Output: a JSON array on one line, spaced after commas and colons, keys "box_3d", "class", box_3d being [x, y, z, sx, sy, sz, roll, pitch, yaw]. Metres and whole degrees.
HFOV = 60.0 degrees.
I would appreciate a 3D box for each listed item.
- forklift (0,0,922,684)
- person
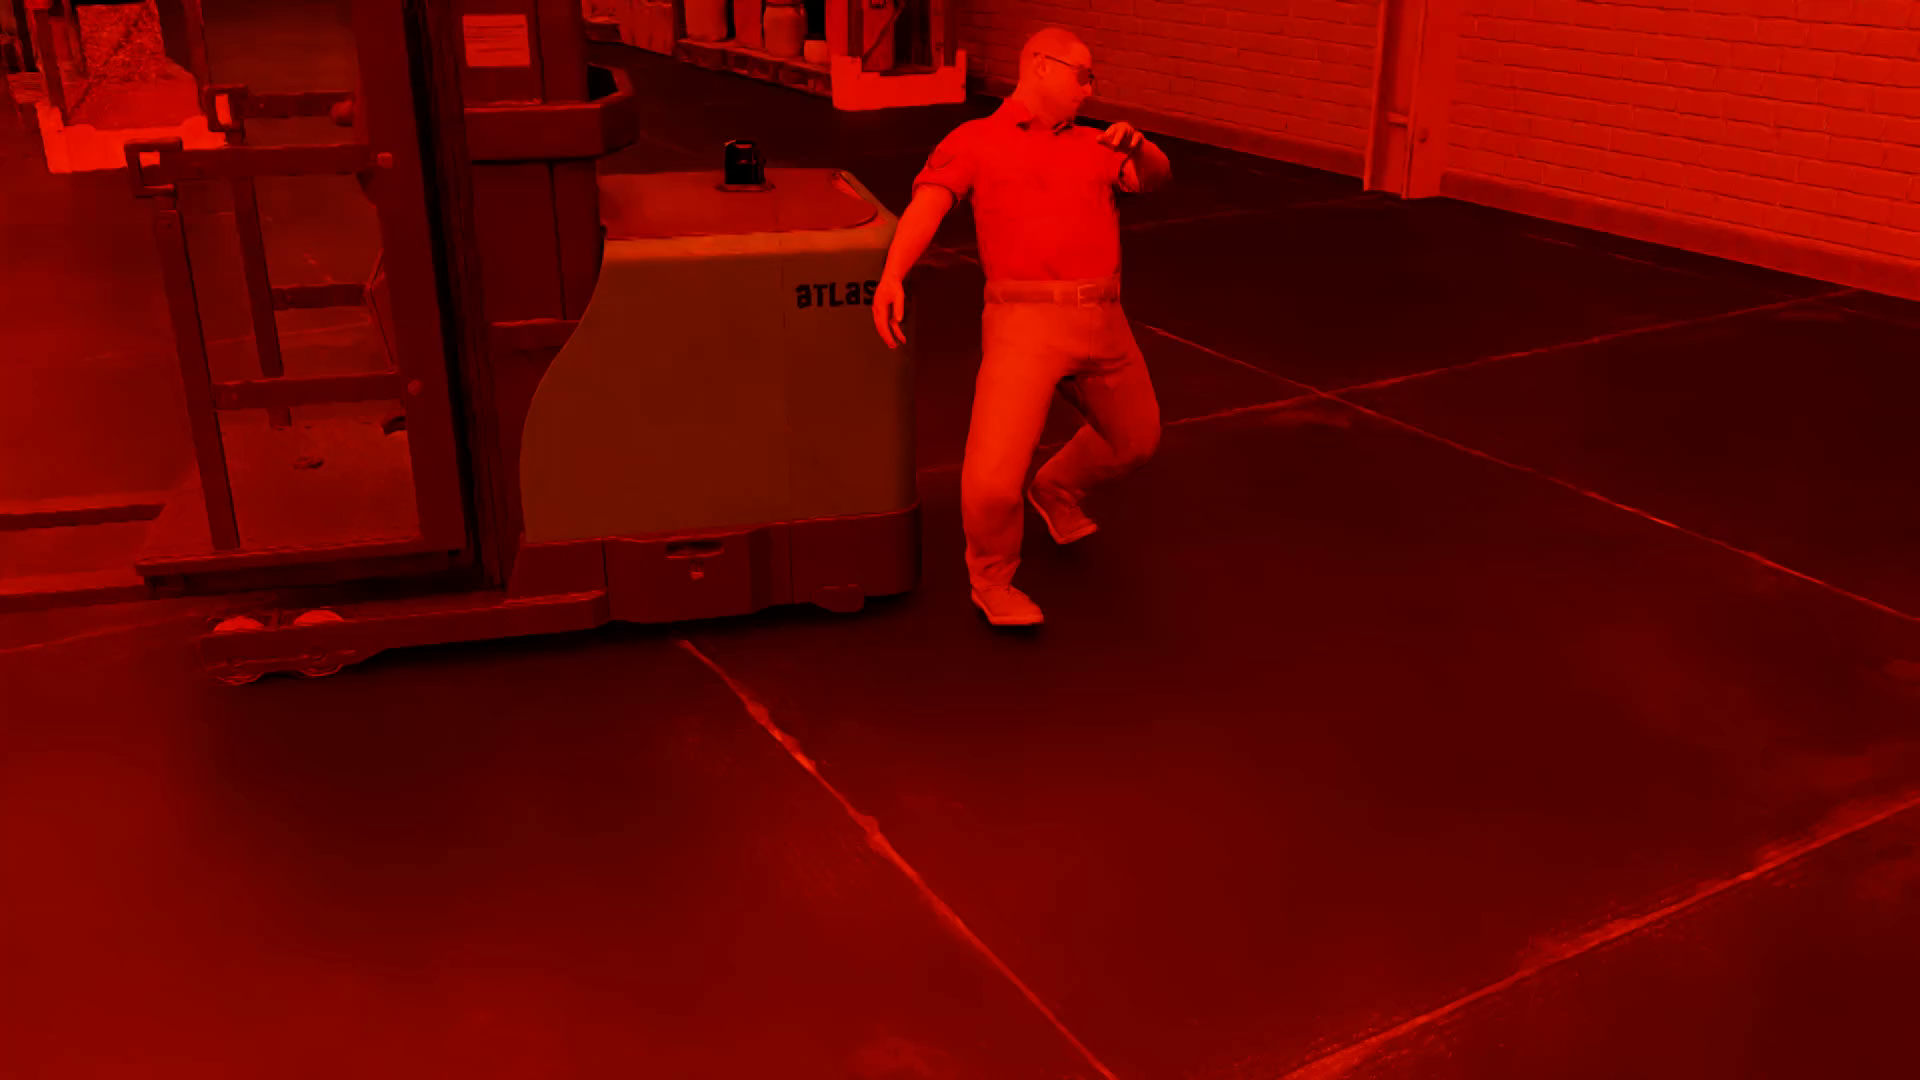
[{"box_3d": [-1.680, -1.209, 4.220, 3.031, 2.935, 1.130, -5, 23, -12], "class": "forklift"}, {"box_3d": [0.163, -0.535, 4.382, 0.953, 1.502, 0.800, -16, 27, -34], "class": "person"}]
